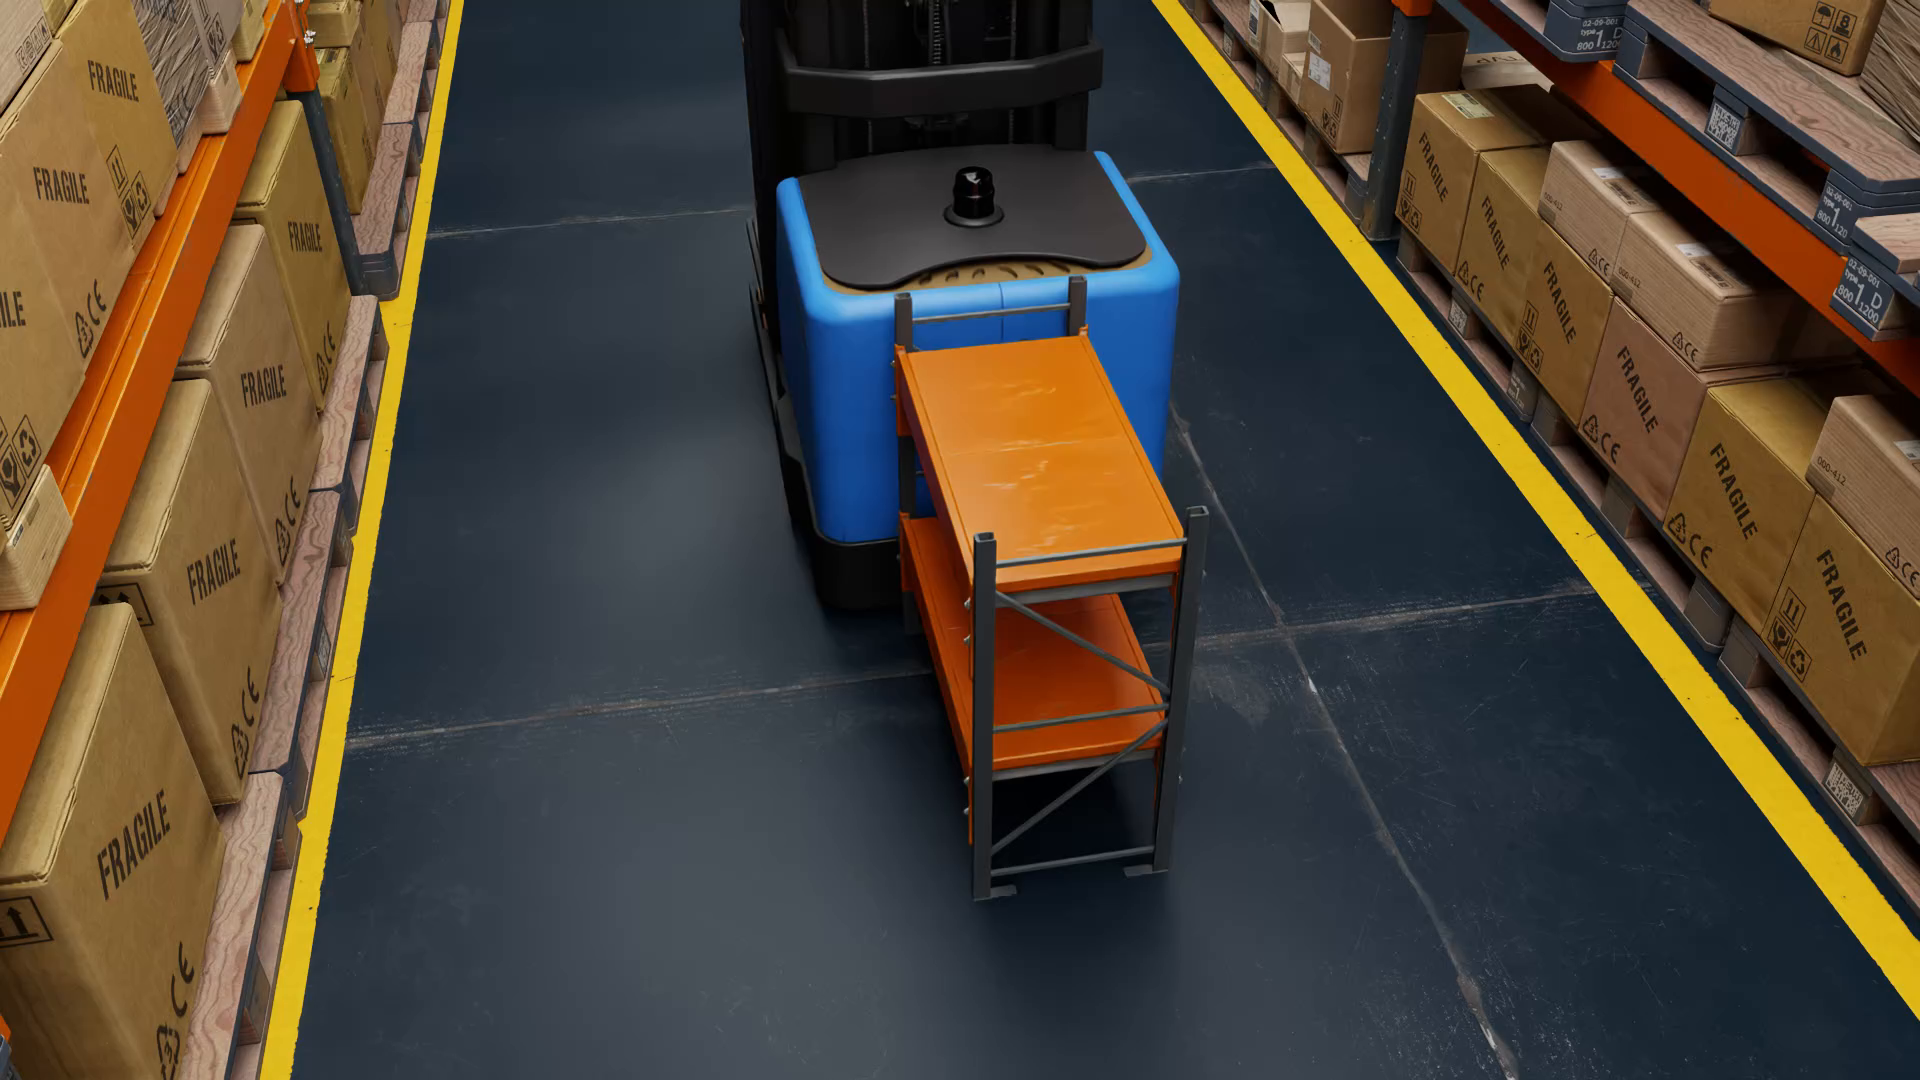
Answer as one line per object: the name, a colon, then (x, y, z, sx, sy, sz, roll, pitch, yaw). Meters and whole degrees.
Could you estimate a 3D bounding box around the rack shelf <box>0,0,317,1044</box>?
rack shelf: (-2.367, -0.462, 3.986, 1.077, 0.370, 4.000, -6, 38, -8)

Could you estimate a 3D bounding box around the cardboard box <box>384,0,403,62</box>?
cardboard box: (-3.021, -2.531, 7.758, 0.700, 0.500, 0.500, -7, 38, -9)

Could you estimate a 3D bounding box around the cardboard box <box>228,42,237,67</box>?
cardboard box: (-2.311, -1.378, 4.767, 0.380, 0.149, 0.250, -5, 38, -7)

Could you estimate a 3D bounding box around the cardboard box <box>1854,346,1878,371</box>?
cardboard box: (2.785, -0.499, 5.126, 0.500, 0.500, 0.500, -7, 38, -9)

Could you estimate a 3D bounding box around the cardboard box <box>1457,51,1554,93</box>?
cardboard box: (2.298, -1.878, 7.055, 0.500, 0.311, 0.500, -6, 38, -8)

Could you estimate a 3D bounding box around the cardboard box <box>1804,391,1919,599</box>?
cardboard box: (2.451, -0.129, 4.039, 0.500, 0.250, 0.500, -5, 38, -6)

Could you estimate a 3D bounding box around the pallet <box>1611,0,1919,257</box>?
pallet: (2.515, -1.171, 4.469, 1.003, 0.211, 1.213, -6, 38, -8)

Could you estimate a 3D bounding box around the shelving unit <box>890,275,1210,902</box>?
shelving unit: (0.178, 0.104, 4.199, 0.538, 1.125, 1.048, -7, 38, -9)

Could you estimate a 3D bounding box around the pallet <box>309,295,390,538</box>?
pallet: (-2.508, -0.395, 5.586, 1.003, 0.211, 1.213, -6, 38, -8)

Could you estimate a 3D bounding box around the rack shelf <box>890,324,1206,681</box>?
rack shelf: (0.178, -0.127, 4.020, 0.538, 0.278, 1.000, -7, 38, -9)

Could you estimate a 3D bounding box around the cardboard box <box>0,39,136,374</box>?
cardboard box: (-2.018, -0.641, 3.290, 0.500, 0.500, 0.500, -6, 38, -8)

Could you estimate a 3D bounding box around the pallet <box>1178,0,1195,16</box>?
pallet: (1.612, -3.276, 9.295, 1.003, 0.211, 1.213, -6, 38, -8)

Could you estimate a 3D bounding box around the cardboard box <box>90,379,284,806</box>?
cardboard box: (-2.163, 0.157, 4.013, 0.750, 0.750, 0.750, -6, 38, -8)

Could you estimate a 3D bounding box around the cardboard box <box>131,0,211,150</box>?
cardboard box: (-2.210, -1.256, 4.081, 0.500, 0.500, 0.500, -6, 38, -8)

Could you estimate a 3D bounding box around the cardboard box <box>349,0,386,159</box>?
cardboard box: (-2.832, -1.899, 6.945, 0.700, 0.500, 0.500, -7, 38, -8)

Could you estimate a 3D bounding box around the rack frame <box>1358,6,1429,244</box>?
rack frame: (2.159, -2.489, 6.009, 1.000, 3.000, 0.127, -6, 38, -8)

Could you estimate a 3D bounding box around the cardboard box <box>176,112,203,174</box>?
cardboard box: (-2.229, -1.070, 4.370, 0.380, 0.149, 0.250, -6, 38, -8)

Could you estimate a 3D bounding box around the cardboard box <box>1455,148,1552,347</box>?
cardboard box: (2.108, -1.036, 5.818, 0.500, 0.500, 0.500, -6, 38, -7)

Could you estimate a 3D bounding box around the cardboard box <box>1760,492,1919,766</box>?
cardboard box: (2.465, 0.201, 4.226, 0.500, 0.500, 0.500, -5, 38, -6)

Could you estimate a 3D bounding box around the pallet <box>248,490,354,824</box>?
pallet: (-2.291, 0.344, 4.636, 1.003, 0.211, 1.213, -6, 38, -8)

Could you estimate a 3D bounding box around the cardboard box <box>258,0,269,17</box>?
cardboard box: (-2.380, -1.689, 5.167, 0.380, 0.149, 0.250, -6, 38, -8)

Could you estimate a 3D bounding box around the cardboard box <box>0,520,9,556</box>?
cardboard box: (-1.849, -0.024, 2.495, 0.500, 0.500, 0.500, -5, 38, -7)

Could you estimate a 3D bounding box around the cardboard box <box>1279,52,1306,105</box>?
cardboard box: (1.655, -2.071, 7.435, 0.380, 0.149, 0.250, -6, 38, -8)

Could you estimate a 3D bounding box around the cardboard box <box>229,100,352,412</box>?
cardboard box: (-2.476, -0.892, 5.363, 0.750, 0.750, 0.750, -6, 38, -7)

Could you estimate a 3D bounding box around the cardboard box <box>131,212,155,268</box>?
cardboard box: (-2.165, -0.755, 3.965, 0.380, 0.149, 0.250, -5, 38, -7)

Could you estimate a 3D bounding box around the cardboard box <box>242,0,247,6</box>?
cardboard box: (-2.388, -1.867, 4.868, 0.500, 0.500, 0.500, -7, 38, -9)

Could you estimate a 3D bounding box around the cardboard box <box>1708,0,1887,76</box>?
cardboard box: (2.529, -1.634, 4.484, 0.700, 0.500, 0.500, -16, 41, -19)

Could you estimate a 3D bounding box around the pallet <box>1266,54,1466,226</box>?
pallet: (2.039, -1.803, 7.398, 1.003, 0.211, 1.213, -6, 38, -8)

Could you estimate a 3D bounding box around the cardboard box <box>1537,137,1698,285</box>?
cardboard box: (2.179, -1.049, 5.223, 0.500, 0.250, 0.500, -6, 38, -8)

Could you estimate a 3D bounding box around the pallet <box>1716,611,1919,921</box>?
pallet: (2.766, 0.573, 4.340, 1.003, 0.211, 1.213, -6, 38, -8)

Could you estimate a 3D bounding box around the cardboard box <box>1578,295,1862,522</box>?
cardboard box: (2.277, -0.428, 5.035, 0.500, 0.500, 0.500, -8, 38, -10)

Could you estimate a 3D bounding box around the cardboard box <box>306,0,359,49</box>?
cardboard box: (-2.628, -2.078, 6.646, 0.380, 0.149, 0.250, -5, 38, -6)

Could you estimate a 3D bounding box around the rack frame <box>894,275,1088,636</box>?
rack frame: (0.080, -0.202, 4.593, 0.500, 1.125, 0.032, -7, 38, -9)

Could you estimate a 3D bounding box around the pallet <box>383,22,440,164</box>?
pallet: (-2.991, -2.059, 7.728, 1.003, 0.211, 1.213, -6, 38, -8)

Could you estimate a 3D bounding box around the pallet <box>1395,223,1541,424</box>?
pallet: (2.339, -0.901, 6.237, 1.003, 0.211, 1.213, -6, 38, -8)

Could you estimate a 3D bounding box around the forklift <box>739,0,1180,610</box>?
forklift: (-0.177, -1.858, 5.253, 1.130, 2.935, 3.031, -7, 38, -9)

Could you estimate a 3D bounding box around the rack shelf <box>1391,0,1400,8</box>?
rack shelf: (1.808, -3.413, 7.784, 1.077, 0.370, 4.000, -6, 38, -8)
